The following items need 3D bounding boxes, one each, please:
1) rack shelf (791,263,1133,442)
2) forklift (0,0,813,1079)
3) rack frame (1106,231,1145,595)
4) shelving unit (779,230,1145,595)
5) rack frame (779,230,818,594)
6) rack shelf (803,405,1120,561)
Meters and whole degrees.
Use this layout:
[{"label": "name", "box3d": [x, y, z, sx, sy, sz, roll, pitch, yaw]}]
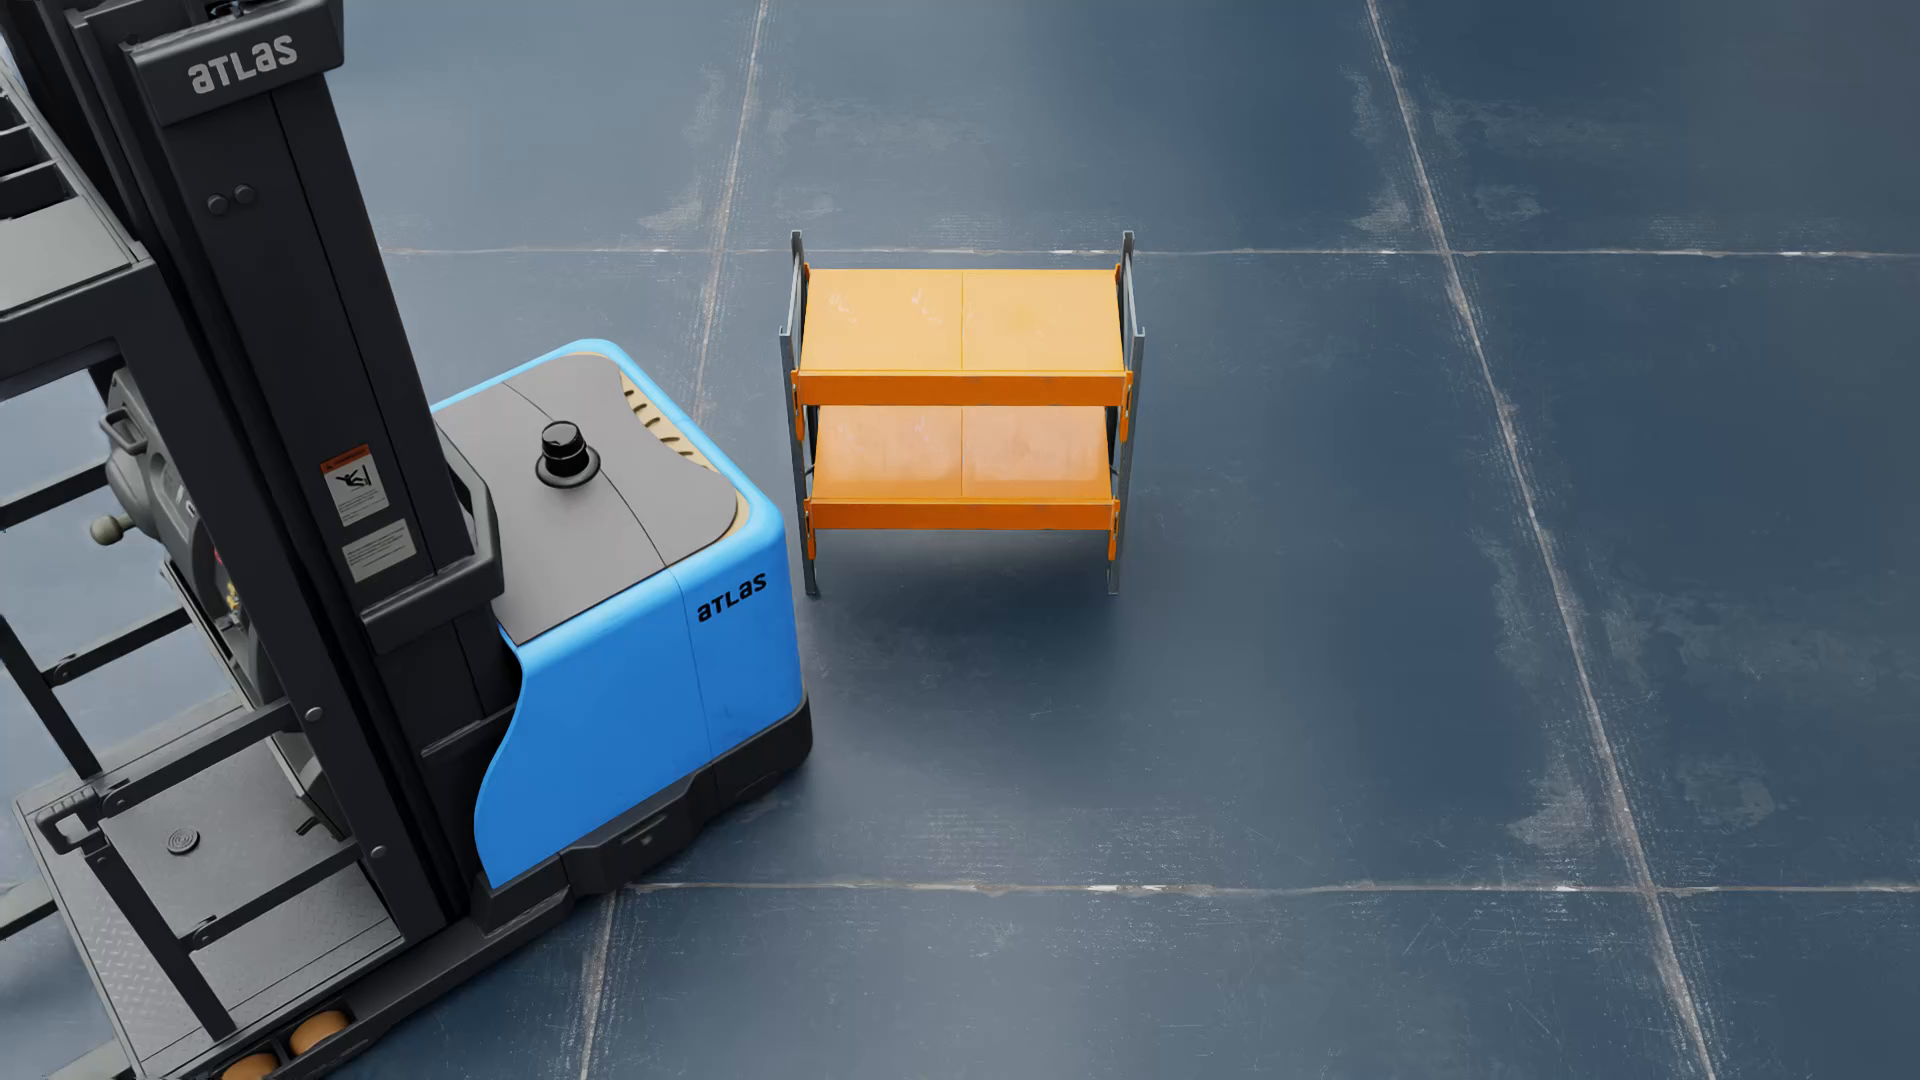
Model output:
[{"label": "rack shelf", "box3d": [0.007, -0.583, 5.124, 1.000, 0.278, 0.538, 0, 47, 0]}, {"label": "forklift", "box3d": [-1.922, 0.060, 3.692, 3.031, 2.935, 1.130, -30, 54, -25]}, {"label": "rack frame", "box3d": [0.515, -0.382, 5.337, 0.032, 1.125, 0.500, 0, 47, 0]}, {"label": "shelving unit", "box3d": [0.007, -0.383, 5.338, 1.048, 1.125, 0.538, 0, 47, 0]}, {"label": "rack frame", "box3d": [-0.502, -0.385, 5.340, 0.032, 1.125, 0.500, 0, 47, 0]}, {"label": "rack shelf", "box3d": [0.007, -0.217, 5.517, 1.000, 0.278, 0.538, 0, 47, 0]}]
